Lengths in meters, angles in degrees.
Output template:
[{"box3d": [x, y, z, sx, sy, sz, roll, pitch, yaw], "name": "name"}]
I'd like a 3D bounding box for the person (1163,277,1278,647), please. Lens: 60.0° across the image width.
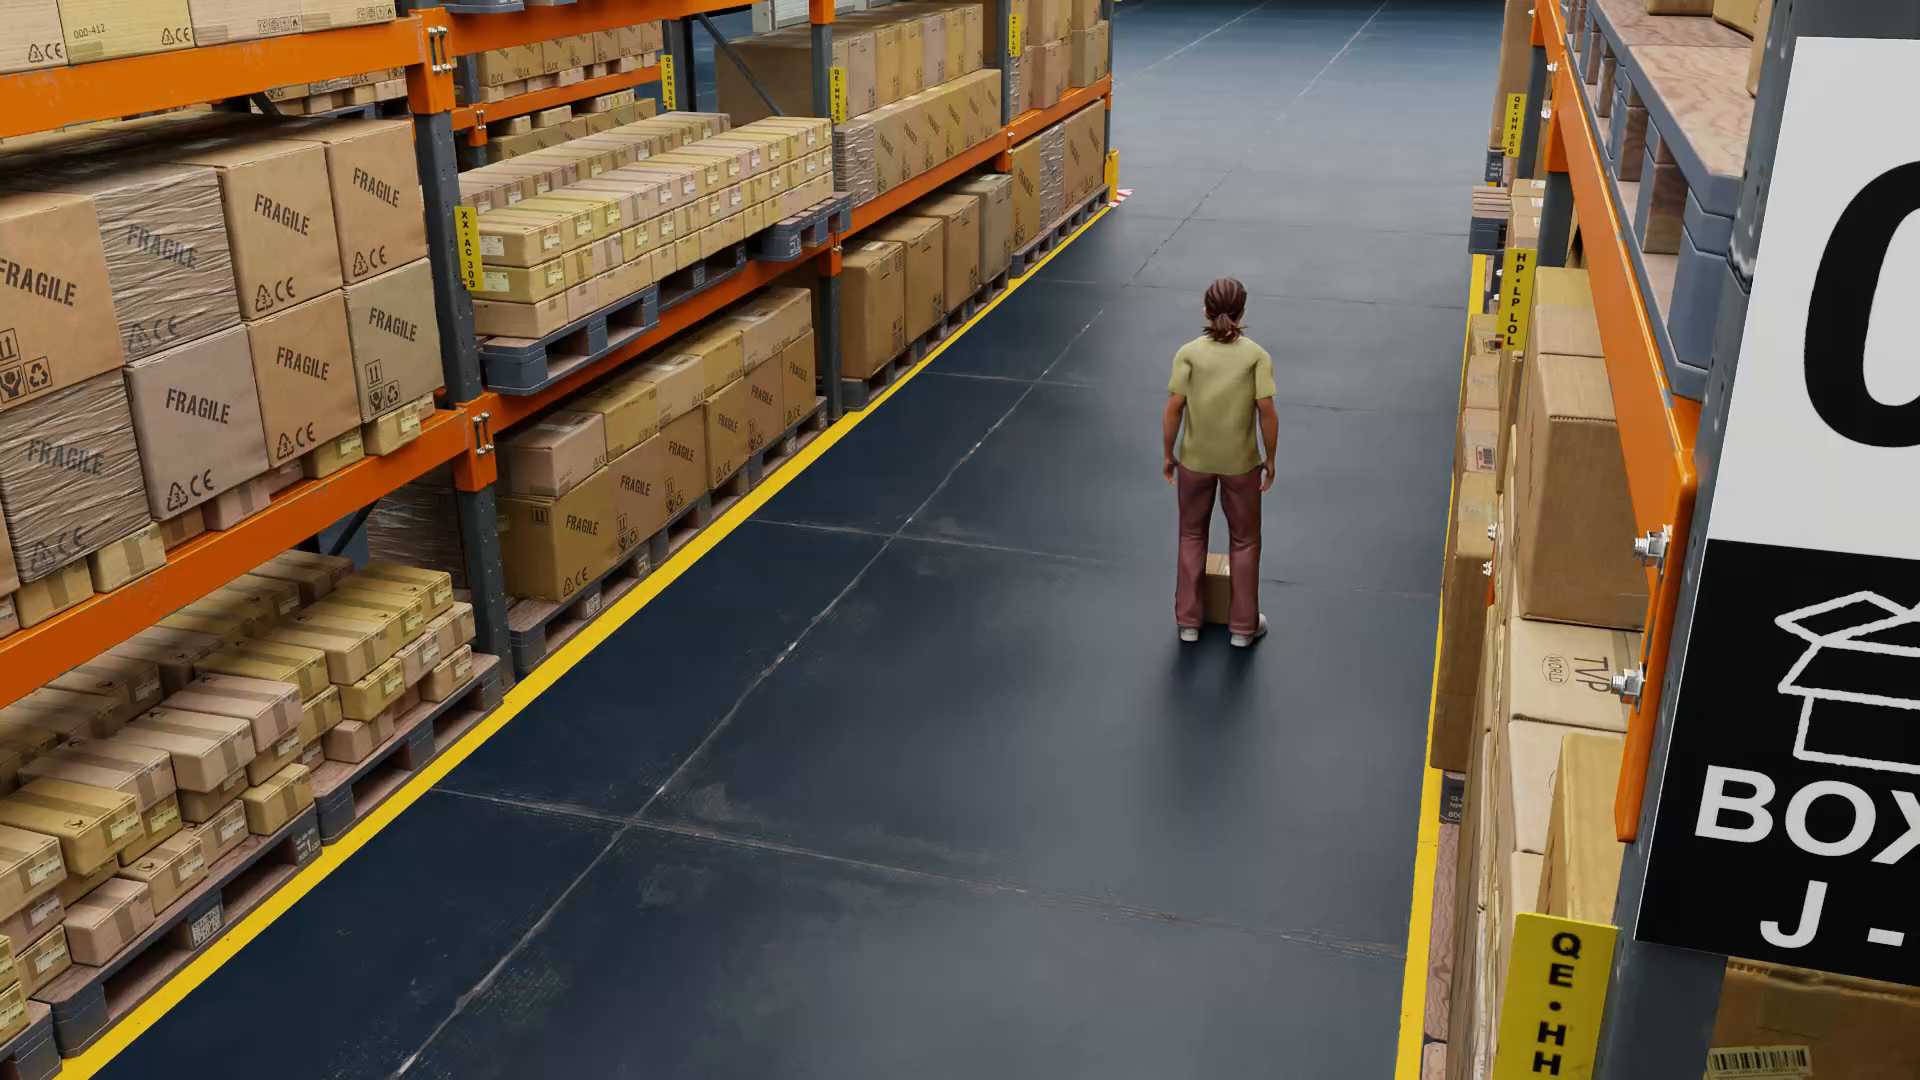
[{"box3d": [1.162, -0.337, 7.425, 0.518, 1.671, 0.362, 5, 23, 12], "name": "person"}]
